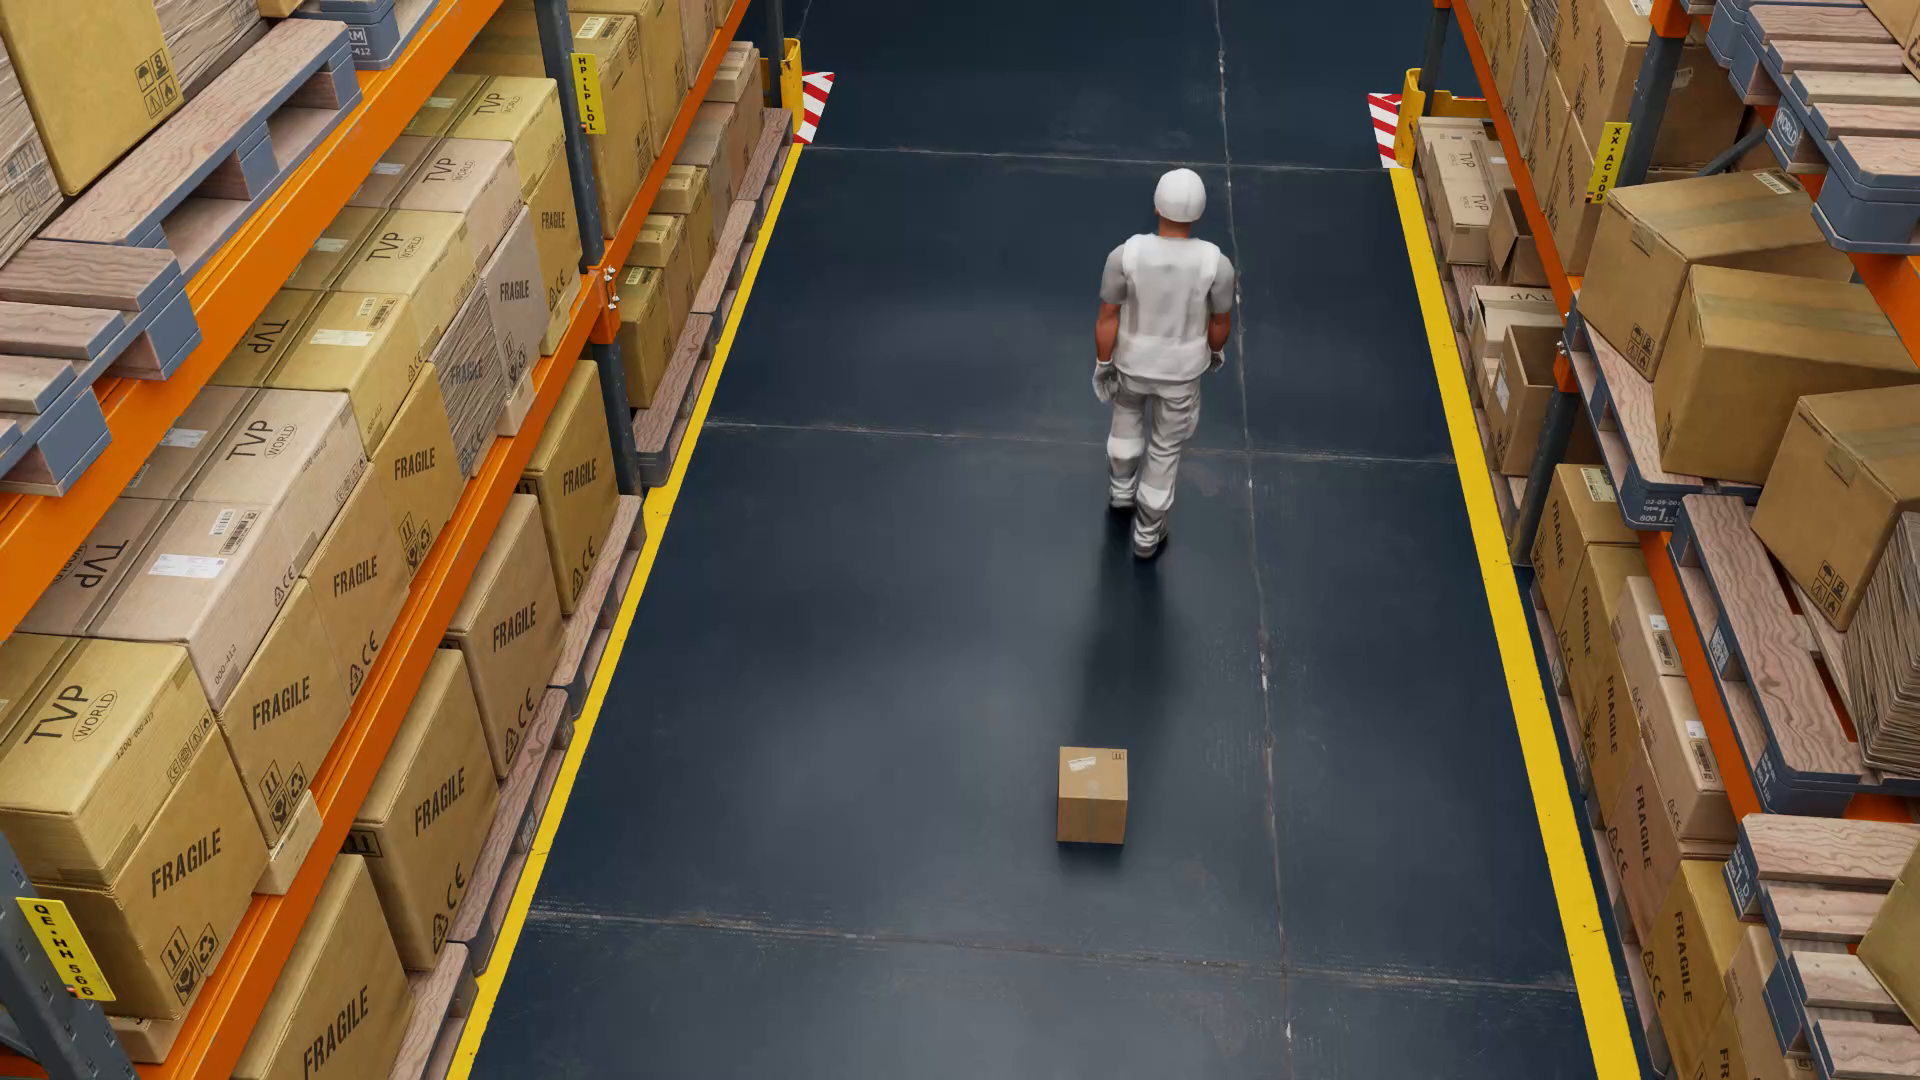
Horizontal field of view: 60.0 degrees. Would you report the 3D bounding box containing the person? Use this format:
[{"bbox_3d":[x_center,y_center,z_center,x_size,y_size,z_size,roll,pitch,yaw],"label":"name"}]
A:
[{"bbox_3d":[0.848,-0.731,7.019,0.536,1.837,0.518,10,41,11],"label":"person"}]
